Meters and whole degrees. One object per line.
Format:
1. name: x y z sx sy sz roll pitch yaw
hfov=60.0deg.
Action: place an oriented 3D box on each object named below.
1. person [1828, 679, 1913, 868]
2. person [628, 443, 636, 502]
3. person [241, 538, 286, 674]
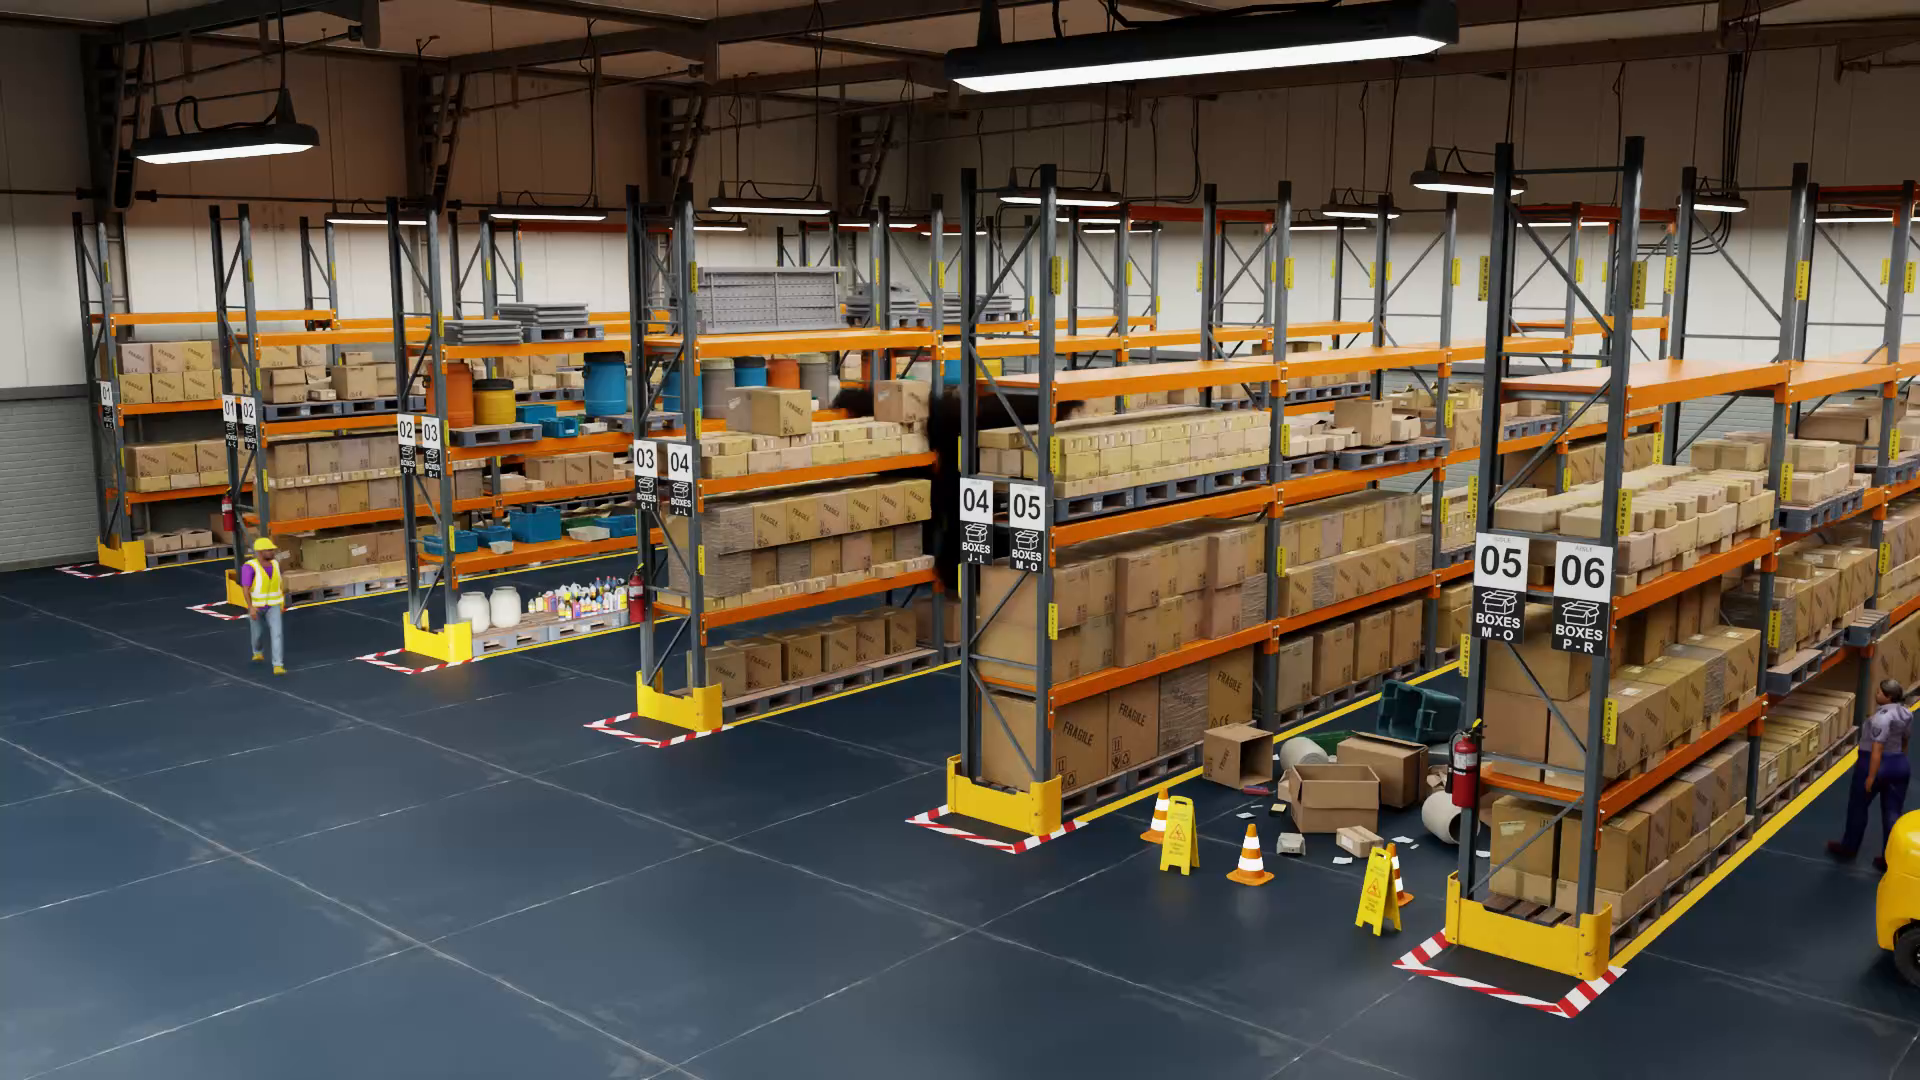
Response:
1. person: 7.971 1.993 14.413 0.464 1.625 0.658 0 9 -2
2. person: -6.598 -1.381 34.411 0.417 1.754 0.599 8 12 39
3. person: -8.867 0.826 21.166 0.495 1.726 0.996 -5 11 -26
